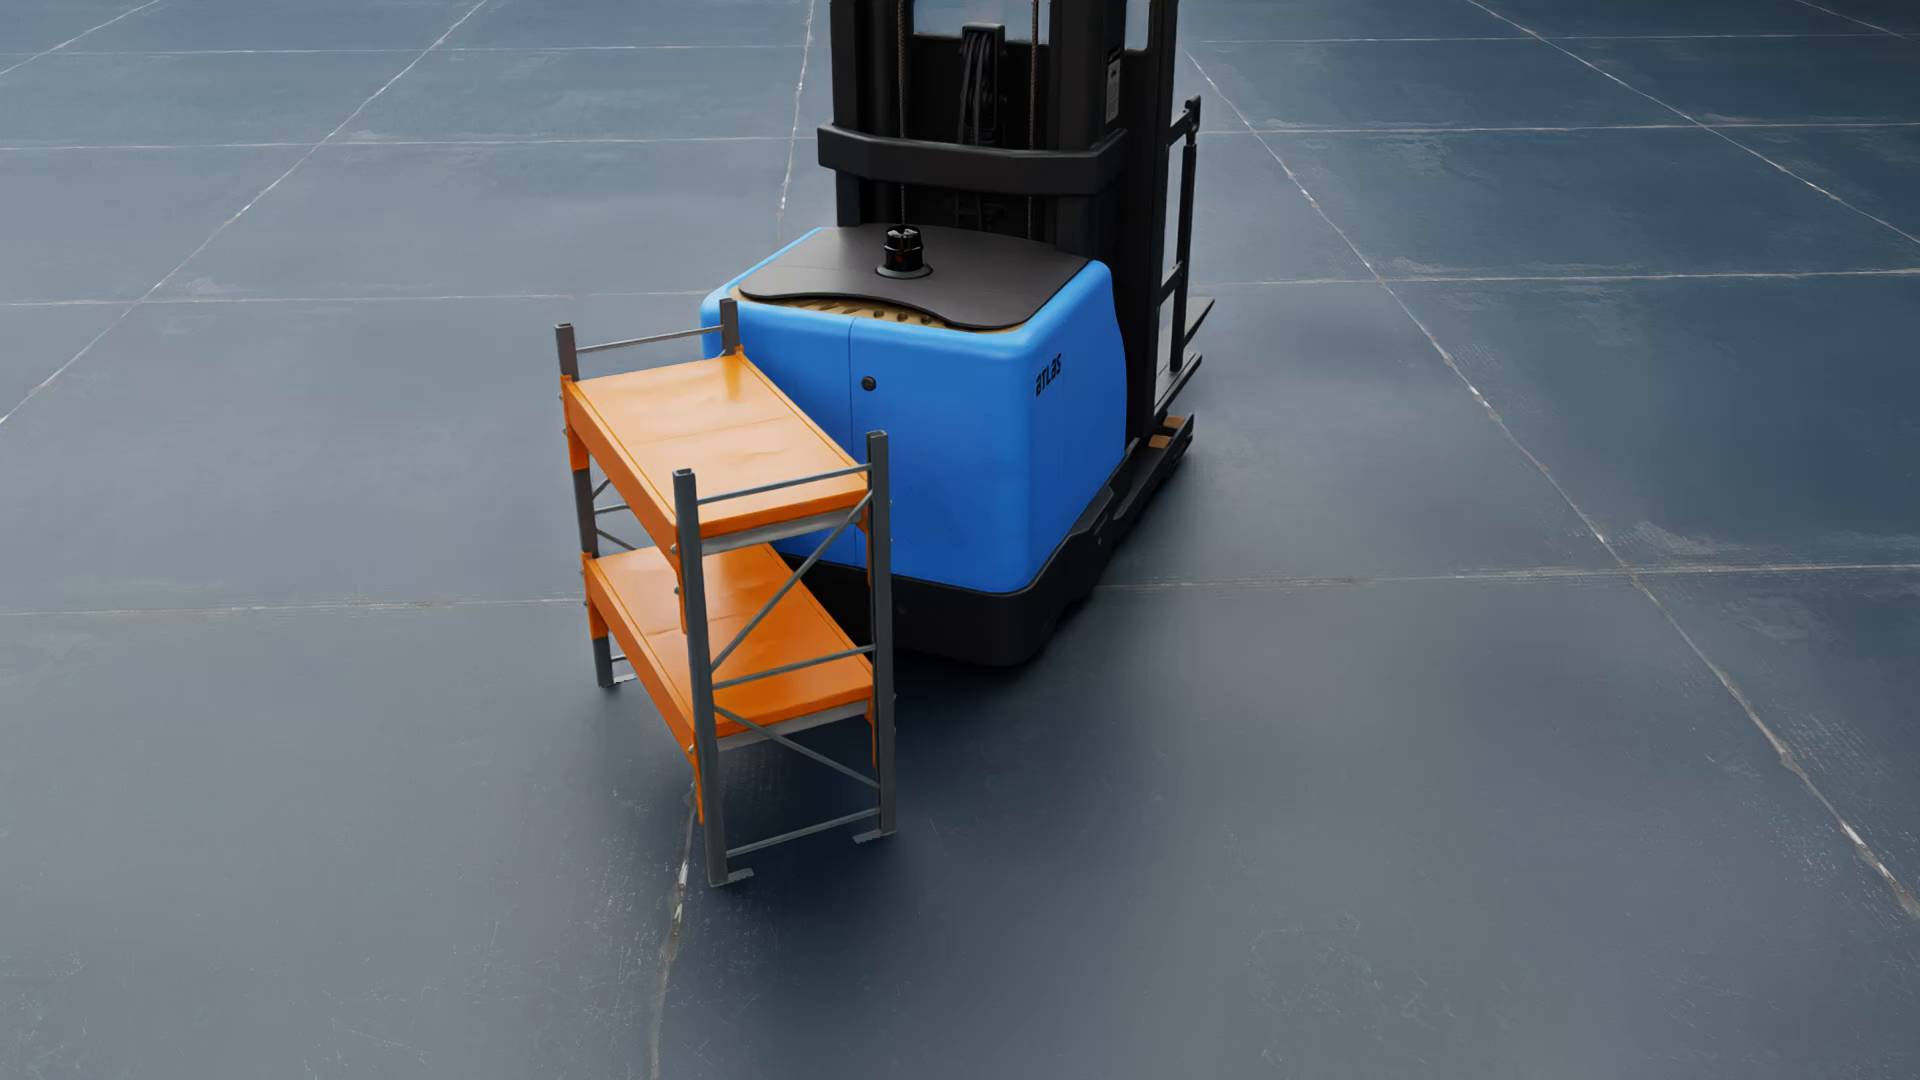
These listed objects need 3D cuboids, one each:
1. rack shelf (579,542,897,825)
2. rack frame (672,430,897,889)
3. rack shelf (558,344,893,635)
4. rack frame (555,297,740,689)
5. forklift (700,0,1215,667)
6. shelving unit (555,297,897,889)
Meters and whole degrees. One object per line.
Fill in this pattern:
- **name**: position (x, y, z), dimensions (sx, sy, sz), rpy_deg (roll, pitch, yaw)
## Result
- **rack shelf**: position (-0.620, 0.310, 4.467), dimensions (0.538, 0.278, 1.000), rpy_deg (-13, 30, -23)
- **rack frame**: position (-0.394, 0.304, 3.951), dimensions (0.500, 1.125, 0.032), rpy_deg (-13, 30, -23)
- **rack shelf**: position (-0.620, -0.166, 4.219), dimensions (0.538, 0.278, 1.000), rpy_deg (-13, 30, -23)
- **rack frame**: position (-0.846, -0.117, 4.758), dimensions (0.500, 1.125, 0.032), rpy_deg (-13, 30, -23)
- **forklift**: position (0.248, -1.588, 5.626), dimensions (1.130, 2.935, 3.031), rpy_deg (10, 29, 19)
- **shelving unit**: position (-0.620, 0.093, 4.354), dimensions (0.538, 1.125, 1.048), rpy_deg (-13, 30, -23)
